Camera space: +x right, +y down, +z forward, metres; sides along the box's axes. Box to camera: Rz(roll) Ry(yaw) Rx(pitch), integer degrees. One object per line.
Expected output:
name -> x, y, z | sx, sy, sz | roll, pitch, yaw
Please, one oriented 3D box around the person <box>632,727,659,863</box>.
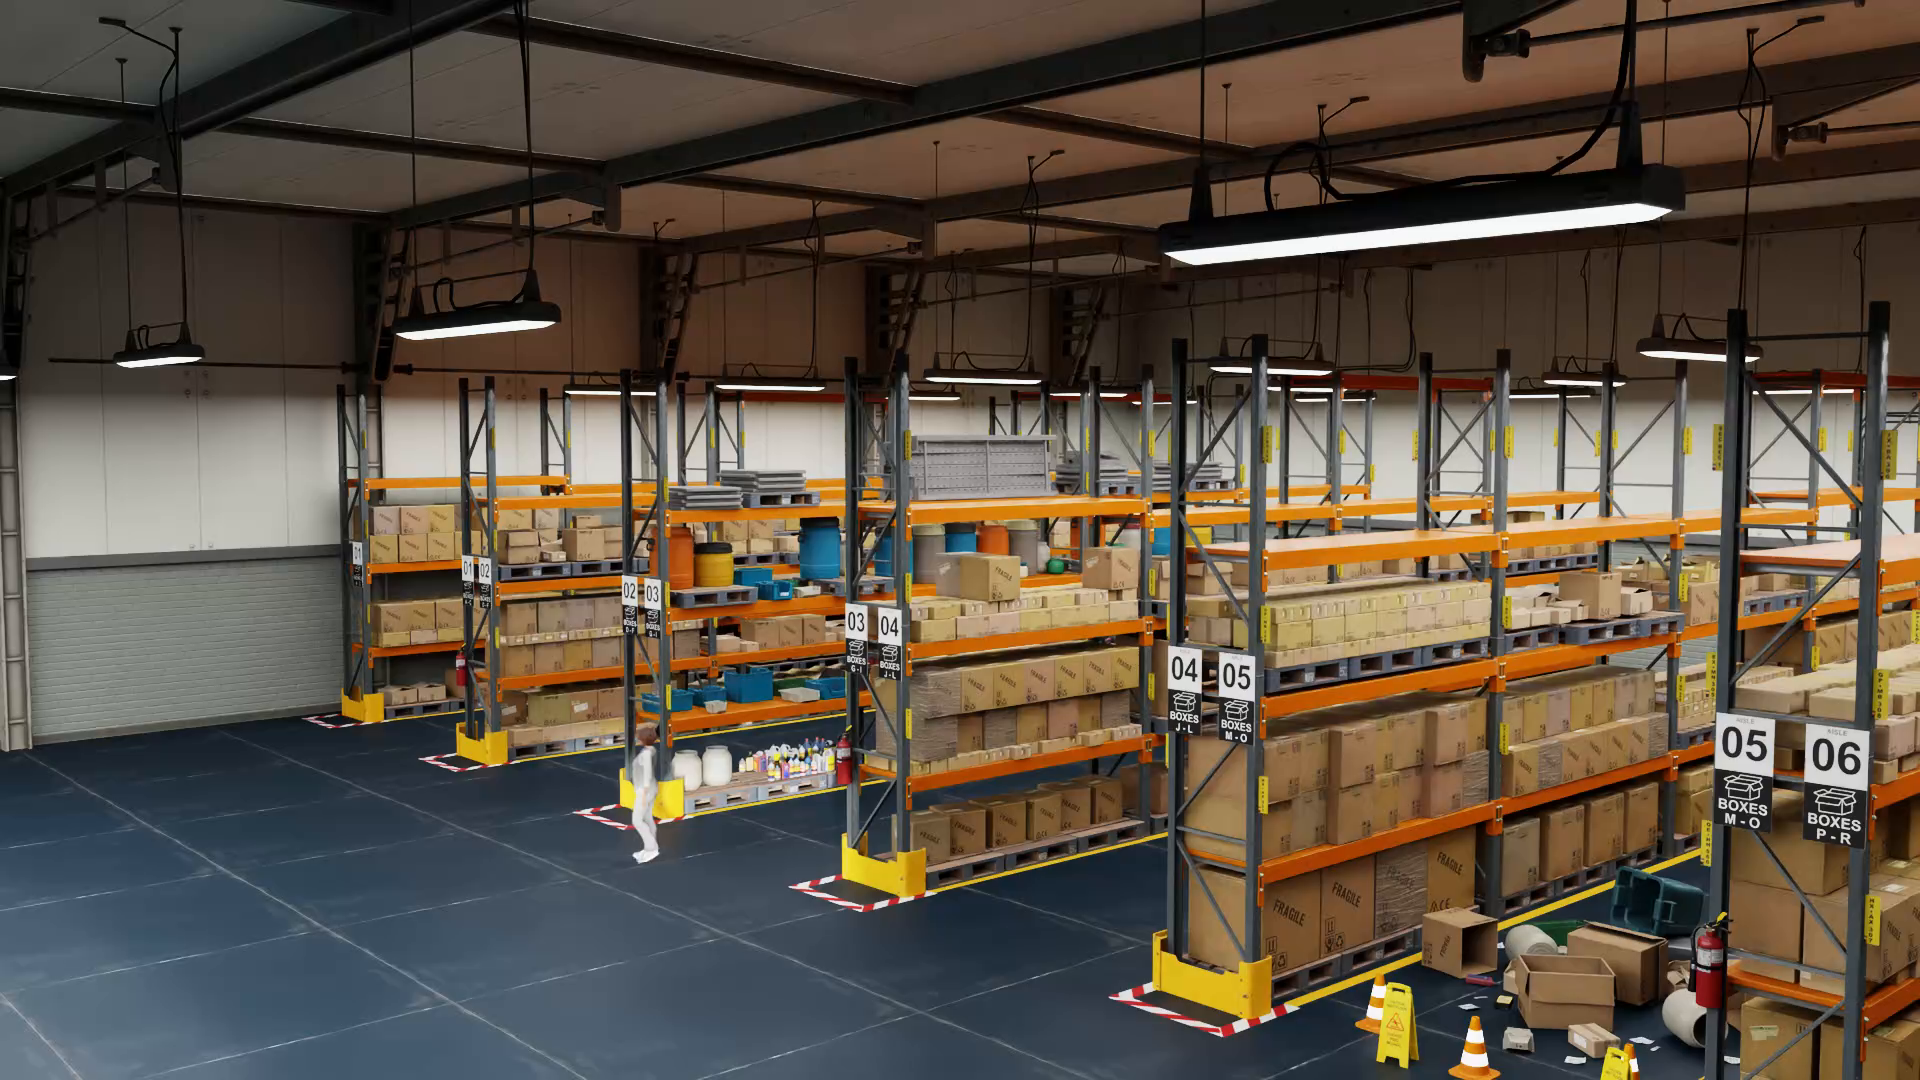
person -> -3.783, 3.098, 19.984 | 0.338, 1.502, 0.451 | 0, 4, -2
